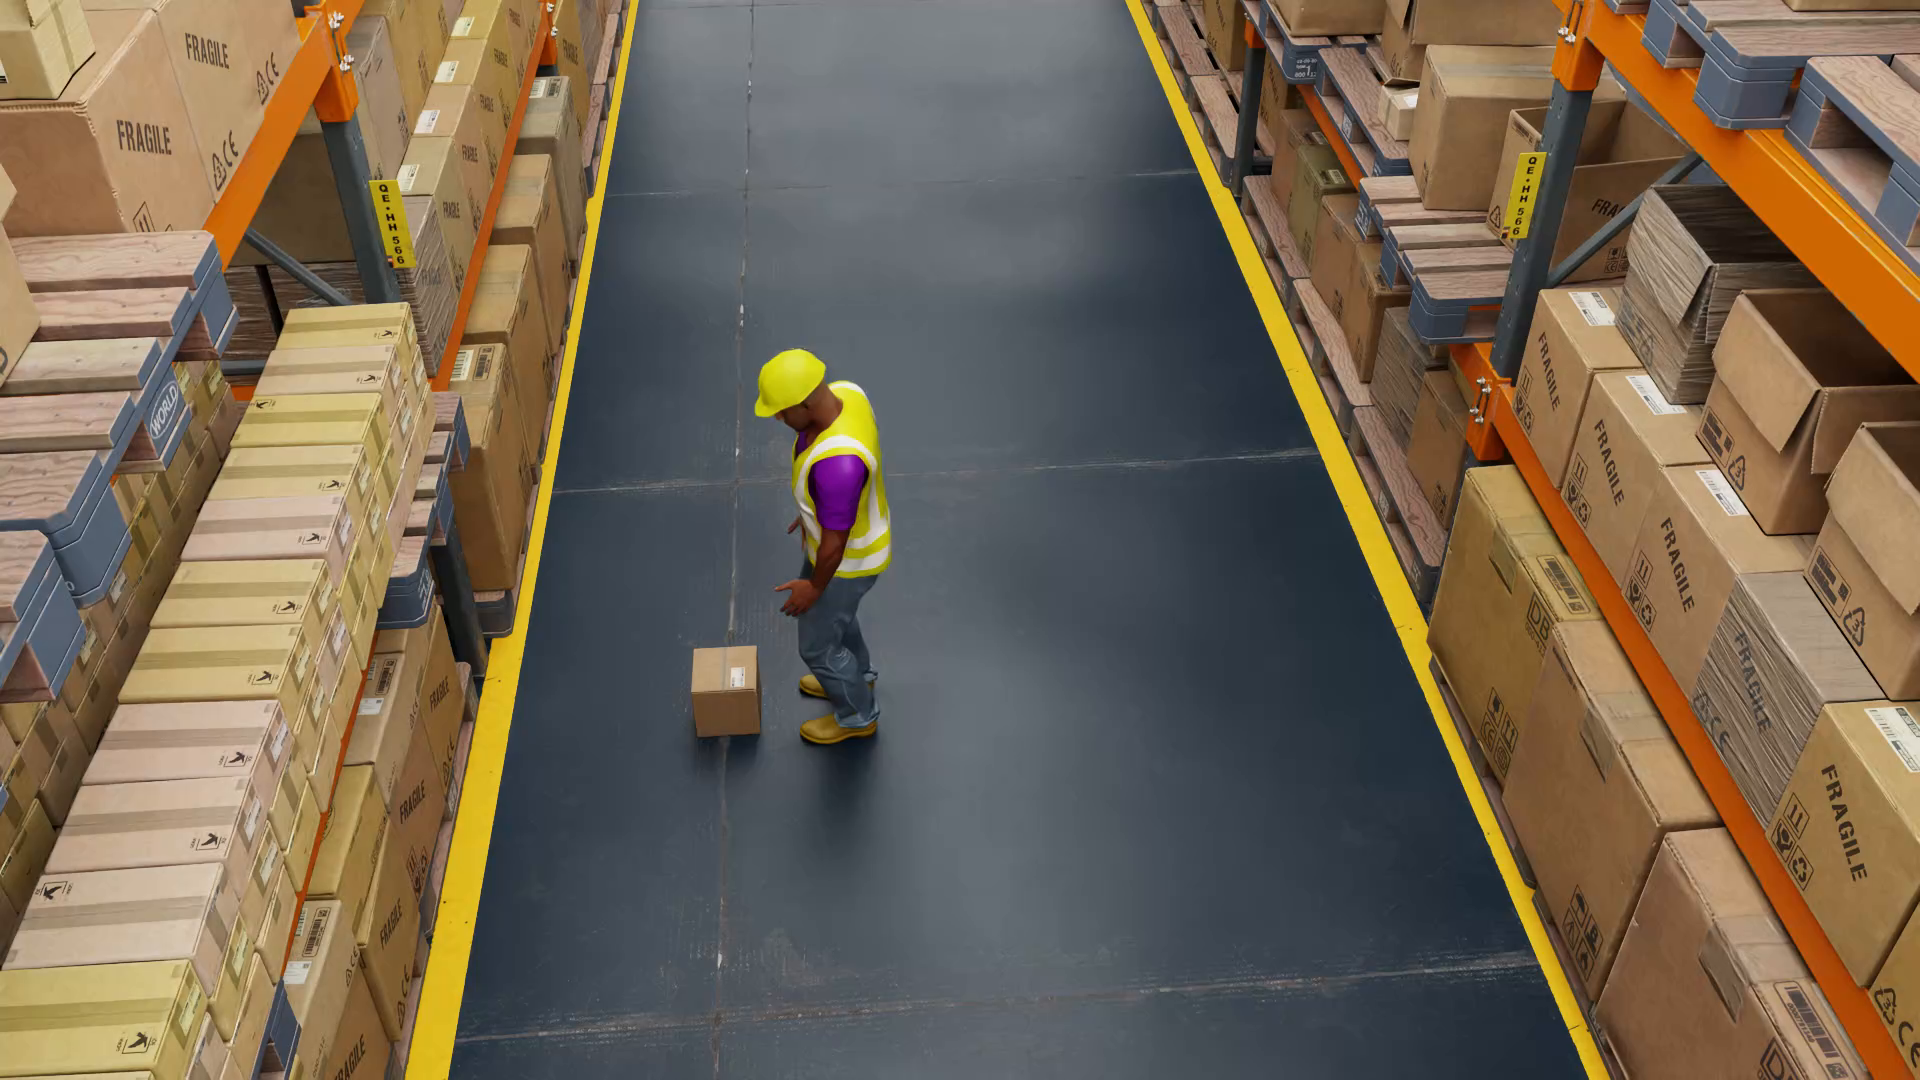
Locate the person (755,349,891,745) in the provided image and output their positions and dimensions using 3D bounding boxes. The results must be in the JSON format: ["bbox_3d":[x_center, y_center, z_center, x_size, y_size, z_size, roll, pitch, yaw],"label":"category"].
[{"bbox_3d":[-0.480,0.034,6.134,0.453,1.718,0.591,-2,39,-3],"label":"person"}]
